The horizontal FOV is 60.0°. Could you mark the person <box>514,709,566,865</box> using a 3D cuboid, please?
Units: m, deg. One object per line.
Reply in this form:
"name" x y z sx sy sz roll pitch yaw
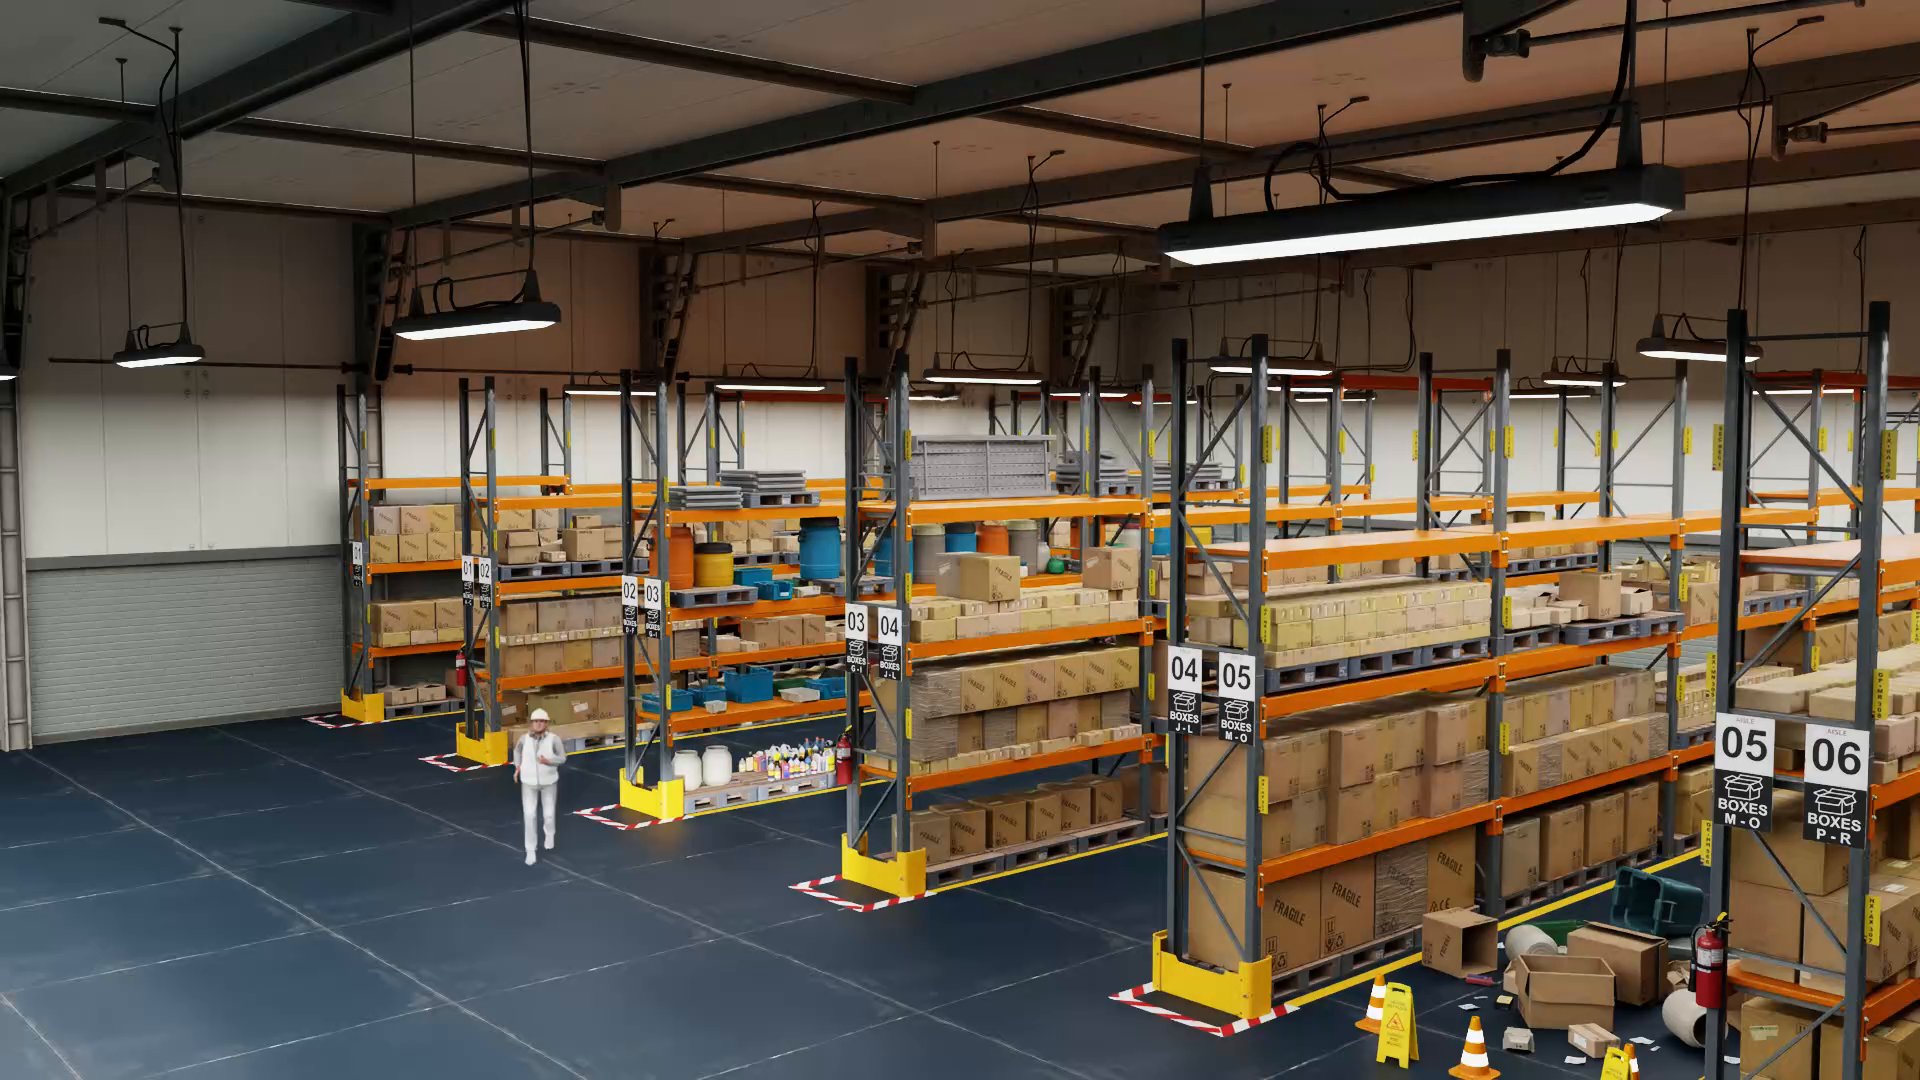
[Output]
"person" -5.081 2.934 20.103 0.642 1.791 0.903 -1 4 -10
